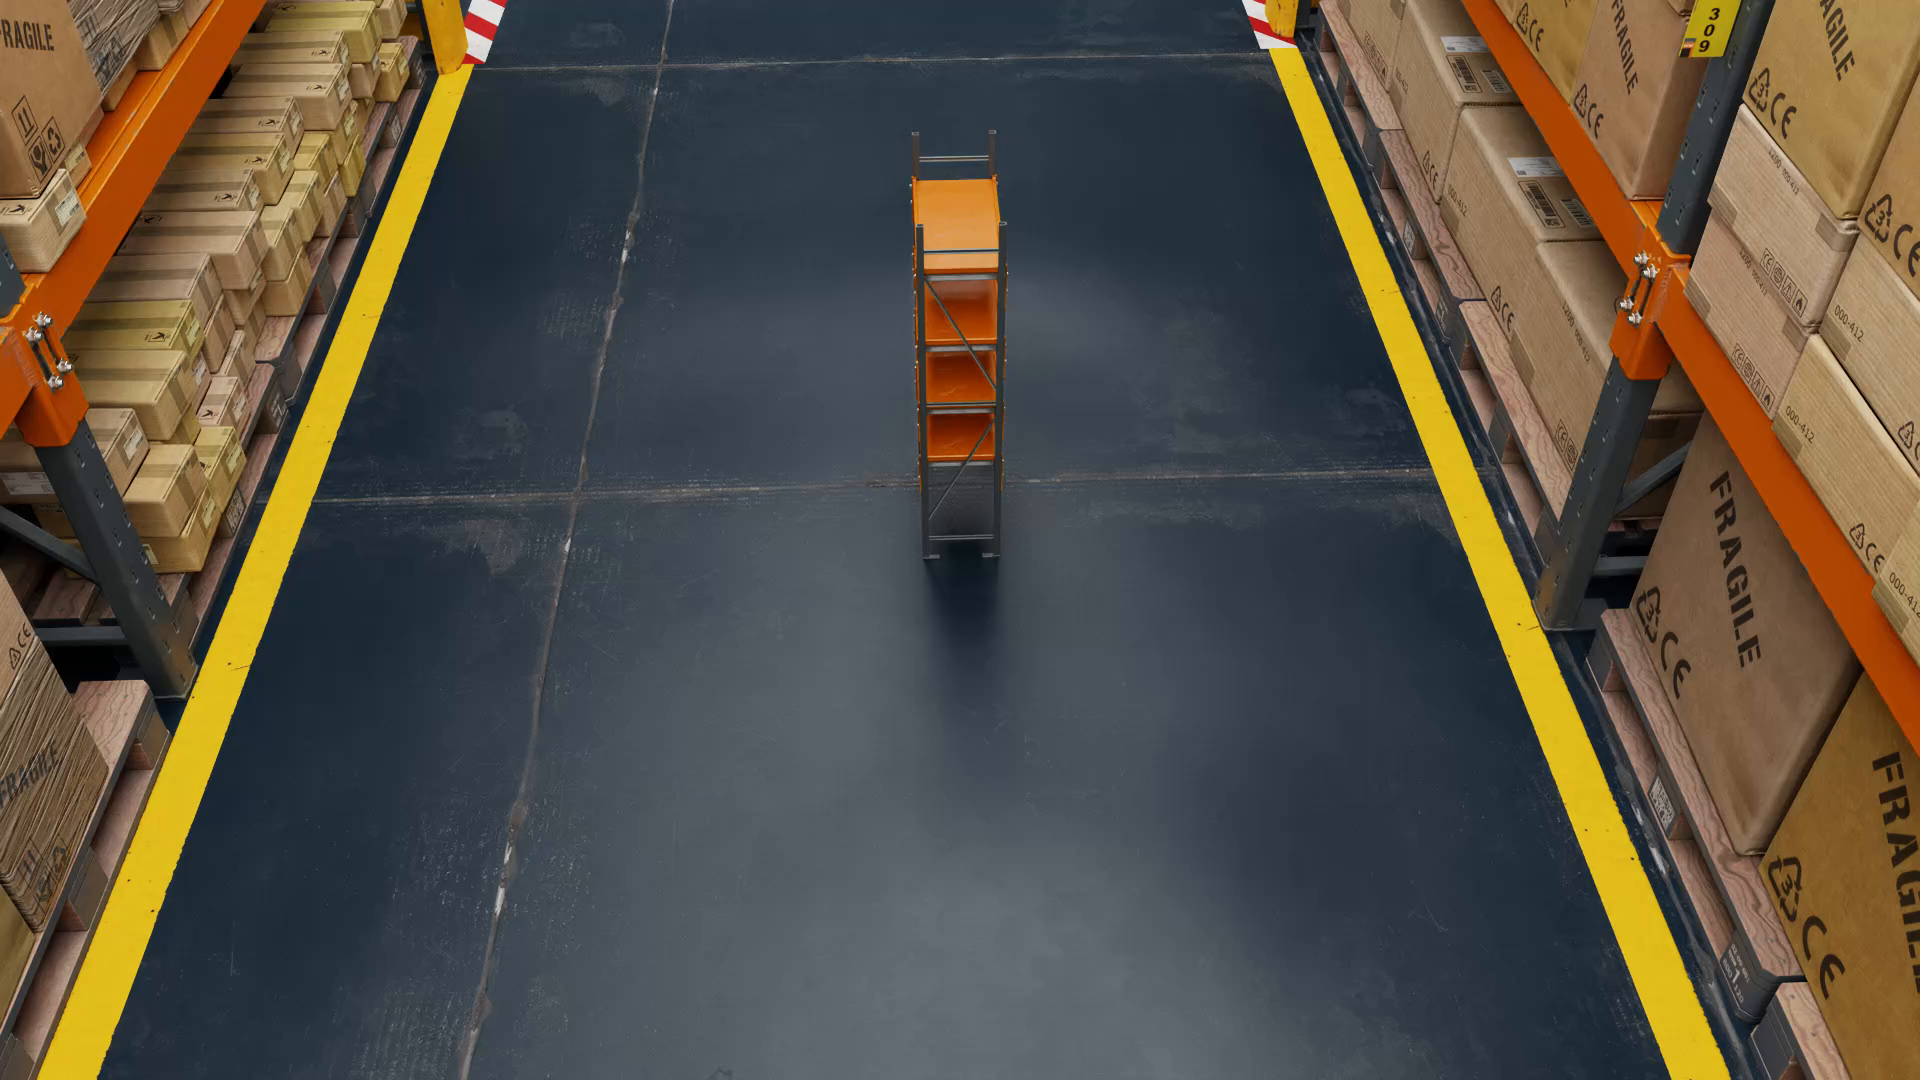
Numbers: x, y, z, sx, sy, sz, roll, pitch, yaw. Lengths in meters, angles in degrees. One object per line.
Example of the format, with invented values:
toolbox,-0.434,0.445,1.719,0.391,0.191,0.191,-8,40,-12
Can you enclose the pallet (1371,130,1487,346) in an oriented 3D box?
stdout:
pallet,2.223,-1.197,6.400,1.003,0.211,1.213,-2,43,-2

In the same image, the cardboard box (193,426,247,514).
cardboard box,-2.415,-0.212,5.061,0.380,0.149,0.250,0,43,-1

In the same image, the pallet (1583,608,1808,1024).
pallet,2.340,0.663,4.371,1.003,0.211,1.213,-2,43,-2

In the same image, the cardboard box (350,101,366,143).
cardboard box,-2.588,-1.611,6.586,0.380,0.149,0.250,-1,43,-1

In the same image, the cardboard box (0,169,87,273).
cardboard box,-2.395,-0.782,4.069,0.380,0.149,0.250,0,43,0

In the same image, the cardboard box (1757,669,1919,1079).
cardboard box,2.384,0.770,3.451,0.875,0.875,0.875,-1,43,-1

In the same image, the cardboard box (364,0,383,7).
cardboard box,-2.604,-2.347,6.950,0.380,0.149,0.250,-1,43,-1

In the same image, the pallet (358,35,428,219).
pallet,-2.877,-1.745,6.998,1.003,0.211,1.213,-2,43,-2

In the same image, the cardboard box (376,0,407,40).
cardboard box,-2.572,-2.240,7.052,0.380,0.149,0.250,-3,43,-3

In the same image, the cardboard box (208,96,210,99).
cardboard box,-3.157,-1.701,6.465,0.380,0.149,0.250,0,43,0

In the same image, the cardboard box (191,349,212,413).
cardboard box,-2.552,-0.473,5.125,0.380,0.149,0.250,-2,43,-2

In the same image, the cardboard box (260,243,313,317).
cardboard box,-2.500,-0.907,5.819,0.380,0.149,0.250,-3,43,-3

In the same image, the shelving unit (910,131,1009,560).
shelving unit,-0.007,-0.554,4.966,0.258,1.200,0.503,-2,43,-2

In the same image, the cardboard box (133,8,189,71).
cardboard box,-2.495,-1.488,4.840,0.380,0.149,0.250,-1,43,-1

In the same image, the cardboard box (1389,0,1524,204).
cardboard box,2.237,-1.734,6.508,0.875,0.438,0.875,-1,43,-1

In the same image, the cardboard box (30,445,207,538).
cardboard box,-2.405,-0.141,4.763,0.380,0.149,0.250,0,43,0

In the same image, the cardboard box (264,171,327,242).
cardboard box,-2.481,-1.181,5.897,0.380,0.149,0.250,-1,43,-1

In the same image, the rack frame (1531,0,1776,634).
rack frame,2.232,-0.884,3.995,1.000,3.000,0.127,-2,43,-2

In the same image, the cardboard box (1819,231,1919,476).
cardboard box,2.019,-0.357,3.160,0.500,0.250,0.500,-1,43,-1

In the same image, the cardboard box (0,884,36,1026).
cardboard box,-2.405,0.932,3.553,0.500,0.500,0.500,-3,43,-3

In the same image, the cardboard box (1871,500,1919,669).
cardboard box,2.016,0.172,2.954,0.500,0.250,0.500,-2,43,-2

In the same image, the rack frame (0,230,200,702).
rack frame,-2.710,-0.674,3.765,1.000,3.000,0.127,-2,43,-2

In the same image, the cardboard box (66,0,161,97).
cardboard box,-2.507,-1.496,4.368,0.500,0.500,0.500,-2,43,-2

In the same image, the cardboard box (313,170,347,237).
cardboard box,-2.523,-1.255,6.199,0.380,0.149,0.250,-1,43,-1

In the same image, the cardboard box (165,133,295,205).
cardboard box,-2.558,-1.291,5.797,0.380,0.149,0.250,-1,43,-2

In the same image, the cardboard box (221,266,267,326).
cardboard box,-2.549,-0.842,5.527,0.380,0.149,0.250,0,43,0

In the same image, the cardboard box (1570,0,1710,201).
cardboard box,1.957,-1.227,4.294,0.500,0.500,0.500,-1,43,-1

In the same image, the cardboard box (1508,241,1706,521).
cardboard box,2.312,-0.521,5.184,0.875,0.438,0.875,-2,43,-2

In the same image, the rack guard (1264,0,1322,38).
rack guard,2.061,-2.679,7.803,1.175,0.500,0.348,-2,43,-2

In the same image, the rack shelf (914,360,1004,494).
rack shelf,-0.007,-0.358,5.146,0.258,0.148,0.480,-2,43,-2

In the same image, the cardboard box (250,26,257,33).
cardboard box,-3.114,-2.227,7.038,0.380,0.149,0.250,0,43,0

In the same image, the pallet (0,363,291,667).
pallet,-2.773,-0.098,5.201,1.003,0.211,1.213,-2,43,-2

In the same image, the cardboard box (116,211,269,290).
cardboard box,-2.493,-0.942,5.417,0.380,0.149,0.250,-1,43,-1

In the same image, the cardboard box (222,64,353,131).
cardboard box,-2.498,-1.648,6.187,0.380,0.149,0.250,0,43,0

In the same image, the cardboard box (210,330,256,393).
cardboard box,-2.538,-0.549,5.428,0.380,0.149,0.250,-2,43,-3

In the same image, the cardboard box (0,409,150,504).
cardboard box,-2.517,-0.235,4.646,0.380,0.149,0.250,0,43,0

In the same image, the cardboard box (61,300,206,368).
cardboard box,-2.530,-0.592,5.035,0.380,0.149,0.250,-2,43,-2

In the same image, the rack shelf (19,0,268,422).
rack shelf,-2.795,-1.759,5.481,1.077,0.370,4.000,-2,43,-2

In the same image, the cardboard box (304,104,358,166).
cardboard box,-2.513,-1.540,6.289,0.380,0.149,0.250,-1,43,-1

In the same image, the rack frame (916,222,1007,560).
rack frame,0.003,-0.389,4.787,0.240,1.200,0.015,-2,43,-2

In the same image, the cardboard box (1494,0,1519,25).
cardboard box,1.893,-1.913,5.043,0.500,0.500,0.500,-2,43,-2

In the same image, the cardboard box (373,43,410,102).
cardboard box,-2.537,-1.958,6.965,0.380,0.149,0.250,0,43,0

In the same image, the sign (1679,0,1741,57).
sign,1.677,-1.215,3.657,0.100,0.325,0.005,-2,43,-2

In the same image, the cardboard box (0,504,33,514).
cardboard box,-2.994,-0.210,5.059,0.380,0.149,0.250,-1,43,-1

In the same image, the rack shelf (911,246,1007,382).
rack shelf,-0.007,-0.669,4.861,0.258,0.148,0.480,-2,43,-2

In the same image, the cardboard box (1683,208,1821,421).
cardboard box,1.987,-0.524,3.713,0.500,0.250,0.500,-3,43,-3

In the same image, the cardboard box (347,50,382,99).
cardboard box,-2.548,-1.889,6.670,0.380,0.149,0.250,-3,43,-4

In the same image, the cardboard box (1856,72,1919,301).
cardboard box,2.012,-0.641,2.916,0.500,0.500,0.500,-2,43,-2

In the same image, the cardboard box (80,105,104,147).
cardboard box,-2.544,-1.133,4.452,0.380,0.149,0.250,-3,43,-4

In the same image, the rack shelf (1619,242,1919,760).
rack shelf,2.317,0.731,2.765,1.077,0.370,4.000,-2,43,-2

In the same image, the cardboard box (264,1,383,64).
cardboard box,-2.513,-2.005,6.576,0.380,0.149,0.250,-3,43,-3
